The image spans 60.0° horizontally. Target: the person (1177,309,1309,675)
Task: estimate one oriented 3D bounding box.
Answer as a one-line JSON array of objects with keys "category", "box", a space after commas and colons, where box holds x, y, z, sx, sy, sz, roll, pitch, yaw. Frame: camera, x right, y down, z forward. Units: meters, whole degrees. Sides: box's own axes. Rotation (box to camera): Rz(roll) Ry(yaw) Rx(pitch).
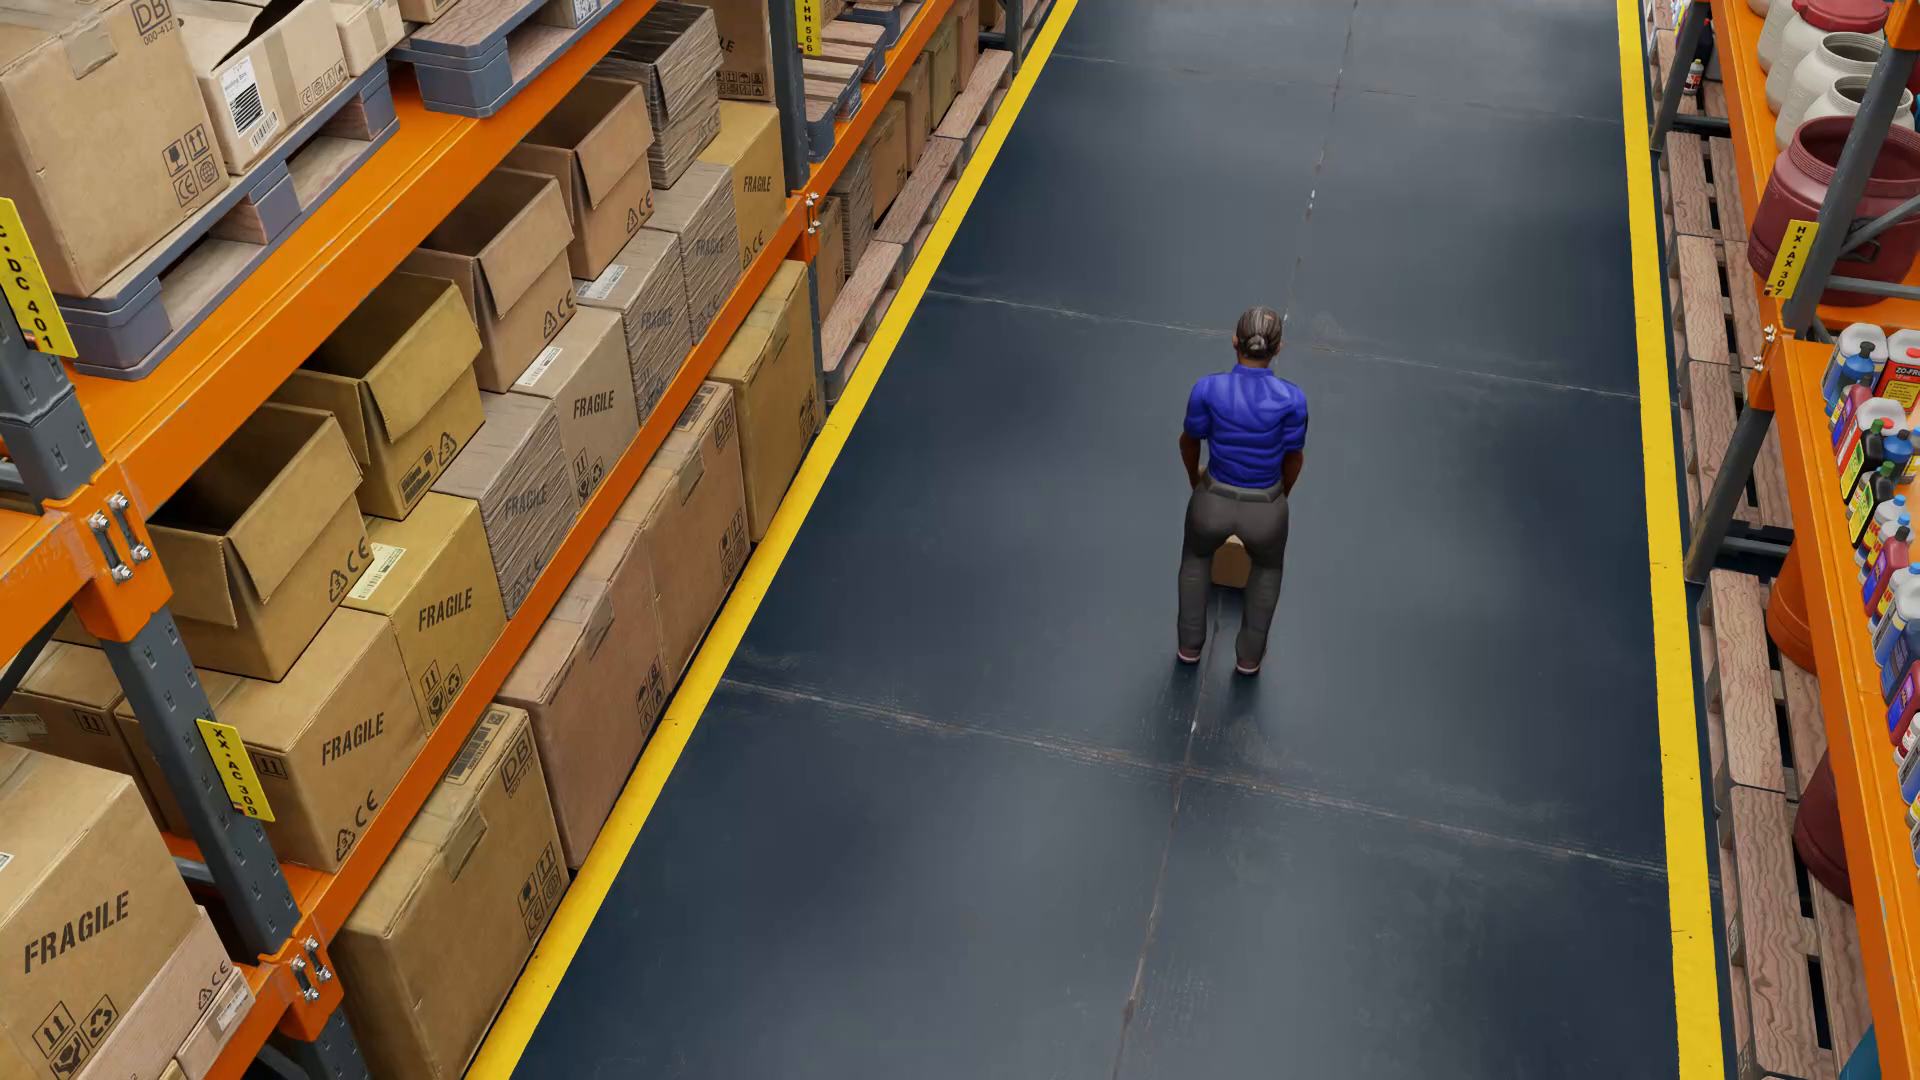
[{"category": "person", "box": [1.055, -0.148, 6.427, 0.476, 1.544, 0.471, 11, 42, 12]}]
